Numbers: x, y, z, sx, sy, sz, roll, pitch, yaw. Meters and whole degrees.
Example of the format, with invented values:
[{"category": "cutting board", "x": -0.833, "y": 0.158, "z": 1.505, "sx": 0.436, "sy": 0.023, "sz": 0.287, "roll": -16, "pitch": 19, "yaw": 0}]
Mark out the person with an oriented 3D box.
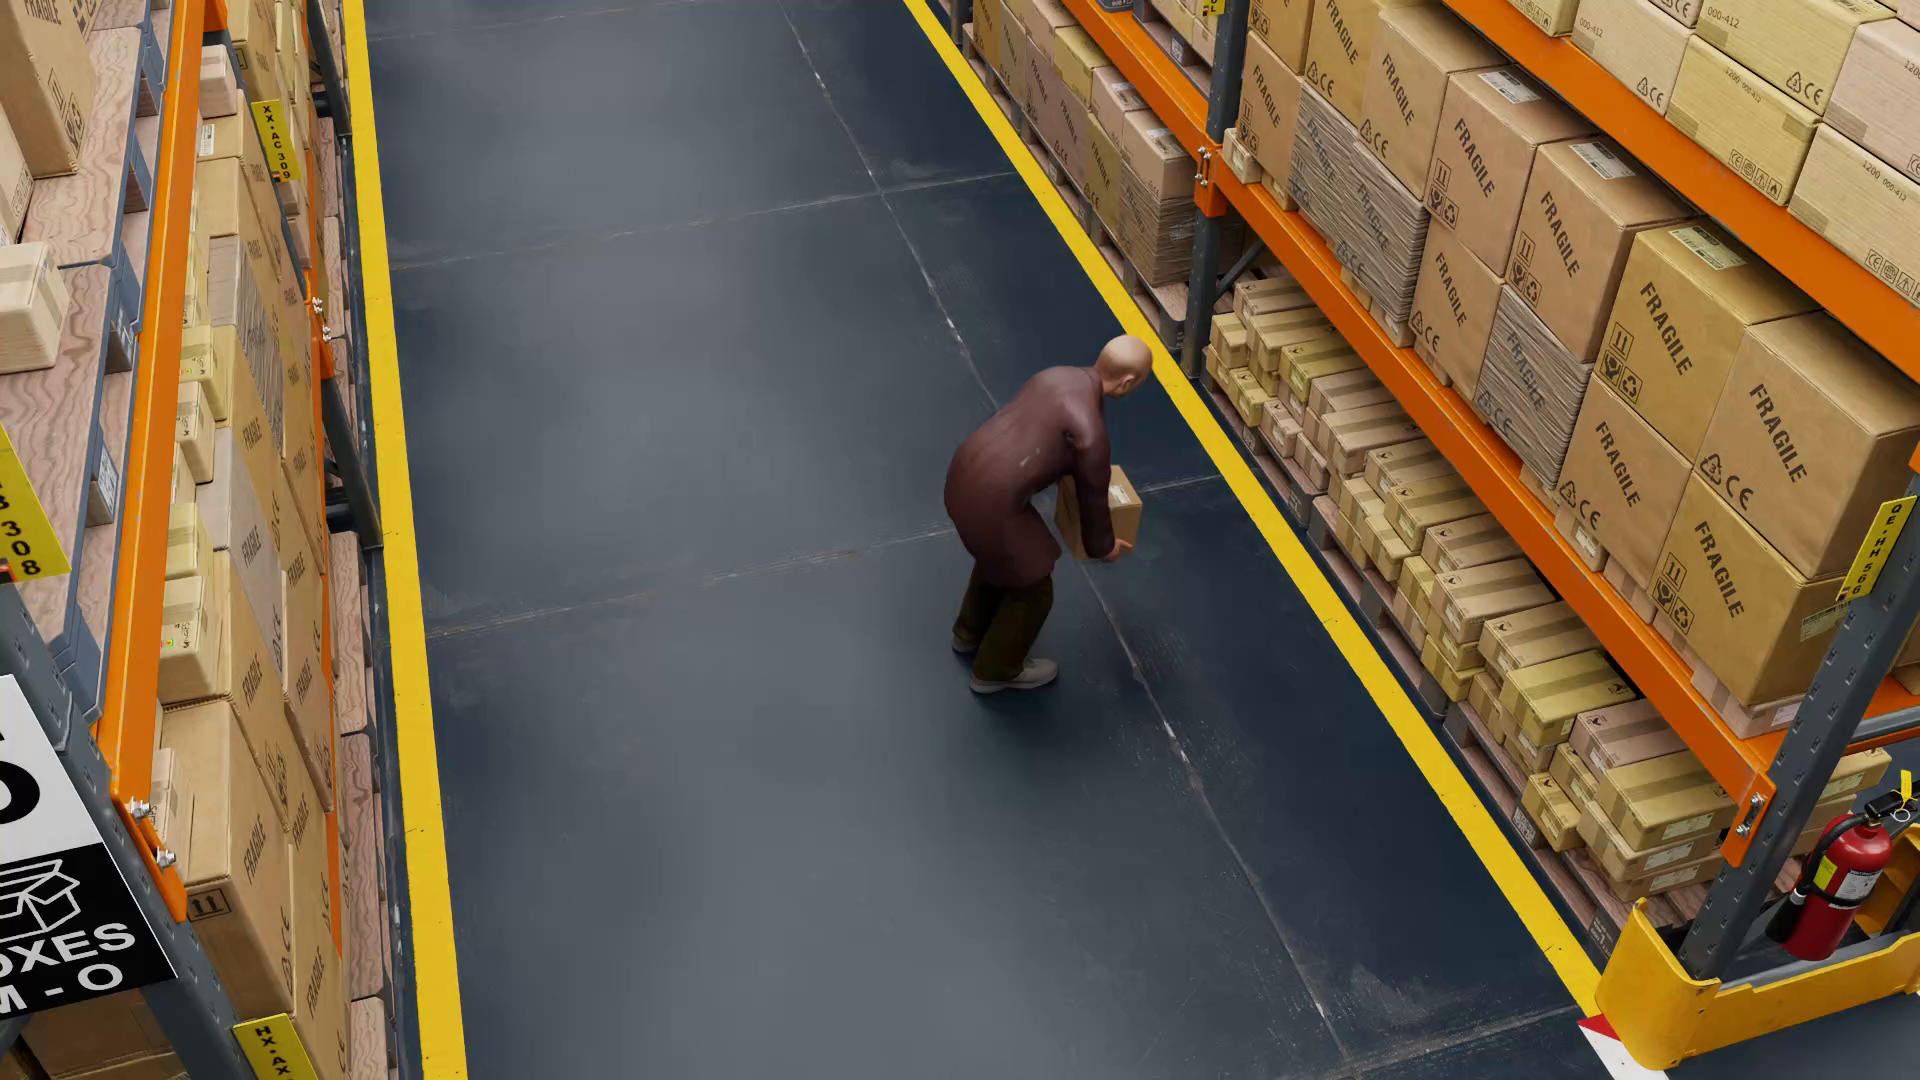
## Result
[{"category": "person", "x": 0.337, "y": -0.093, "z": 6.491, "sx": 0.806, "sy": 1.496, "sz": 0.556, "roll": -13, "pitch": 43, "yaw": -14}]
